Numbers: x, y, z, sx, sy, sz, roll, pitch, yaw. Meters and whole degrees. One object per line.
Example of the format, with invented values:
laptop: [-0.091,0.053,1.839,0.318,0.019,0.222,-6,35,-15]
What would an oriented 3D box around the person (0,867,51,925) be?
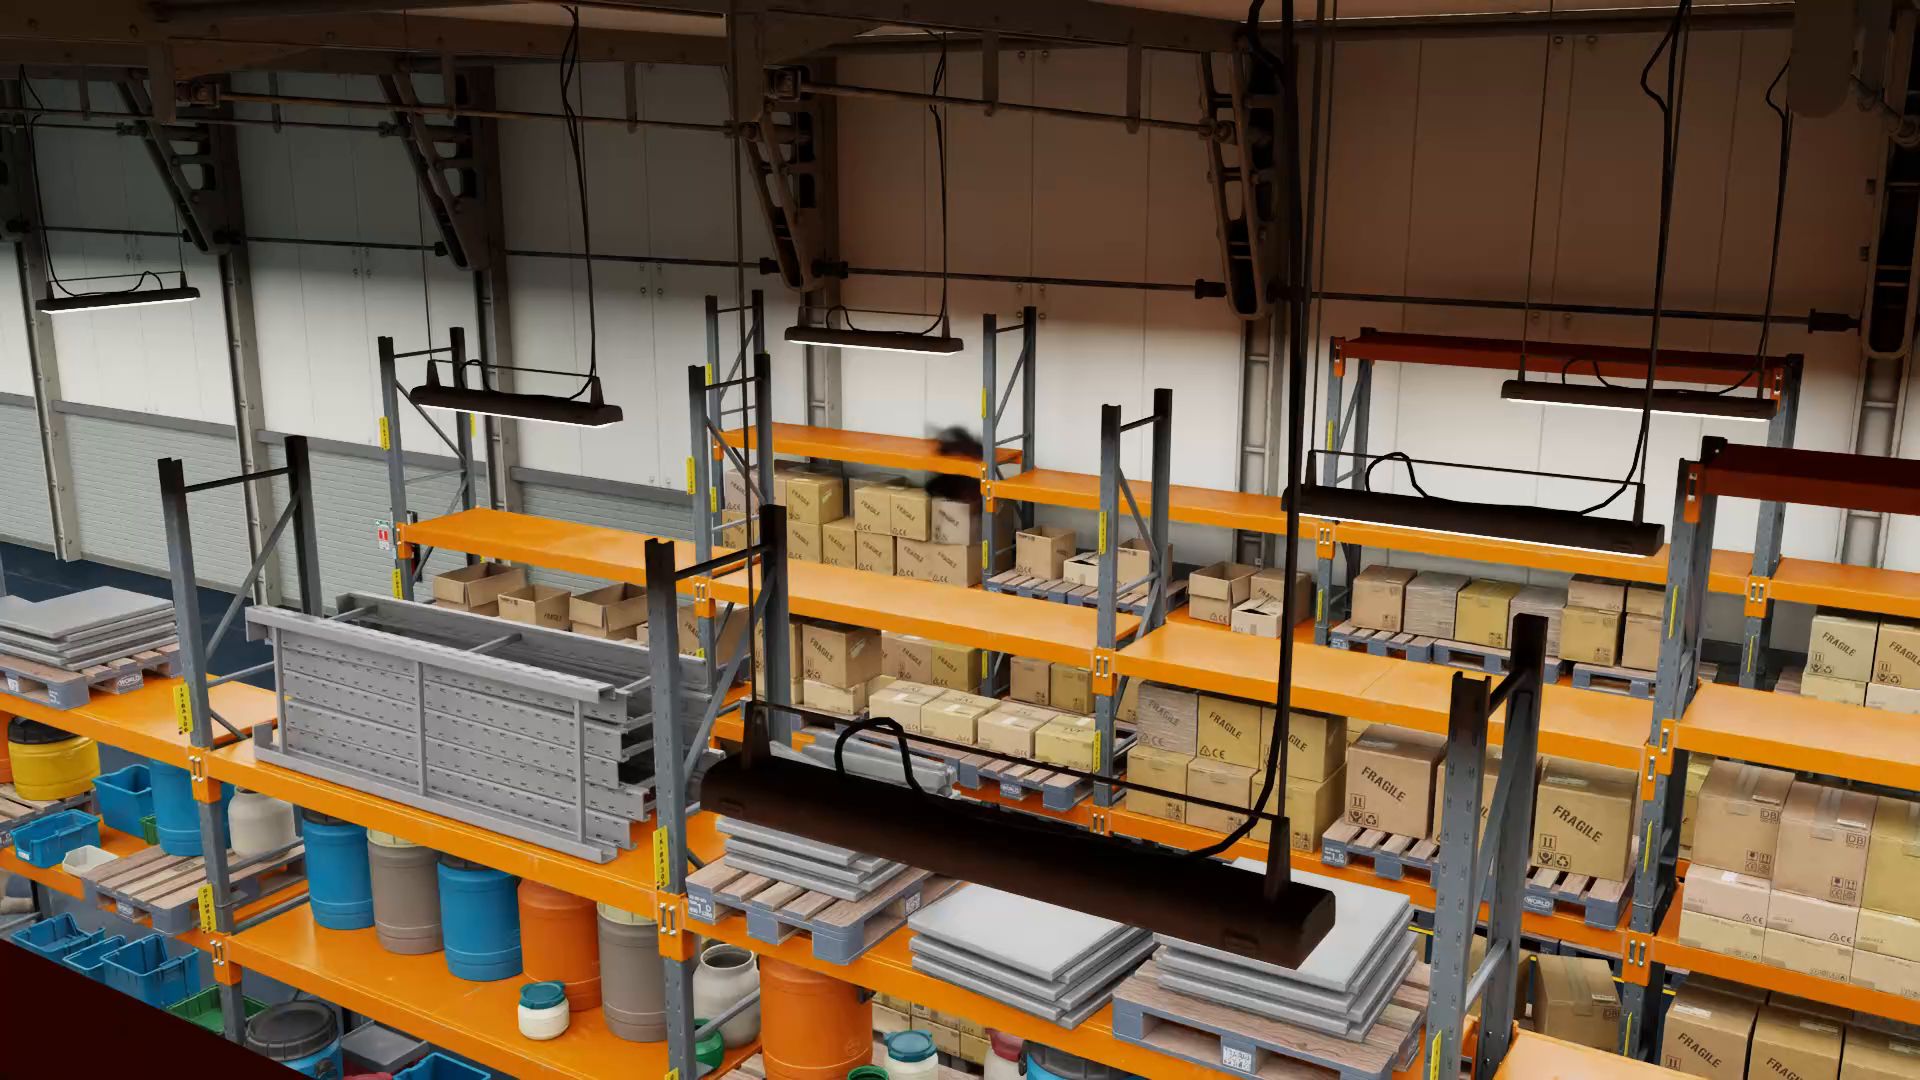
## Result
person: [-9.636,3.261,16.593,0.788,1.718,0.663,-9,16,-32]
